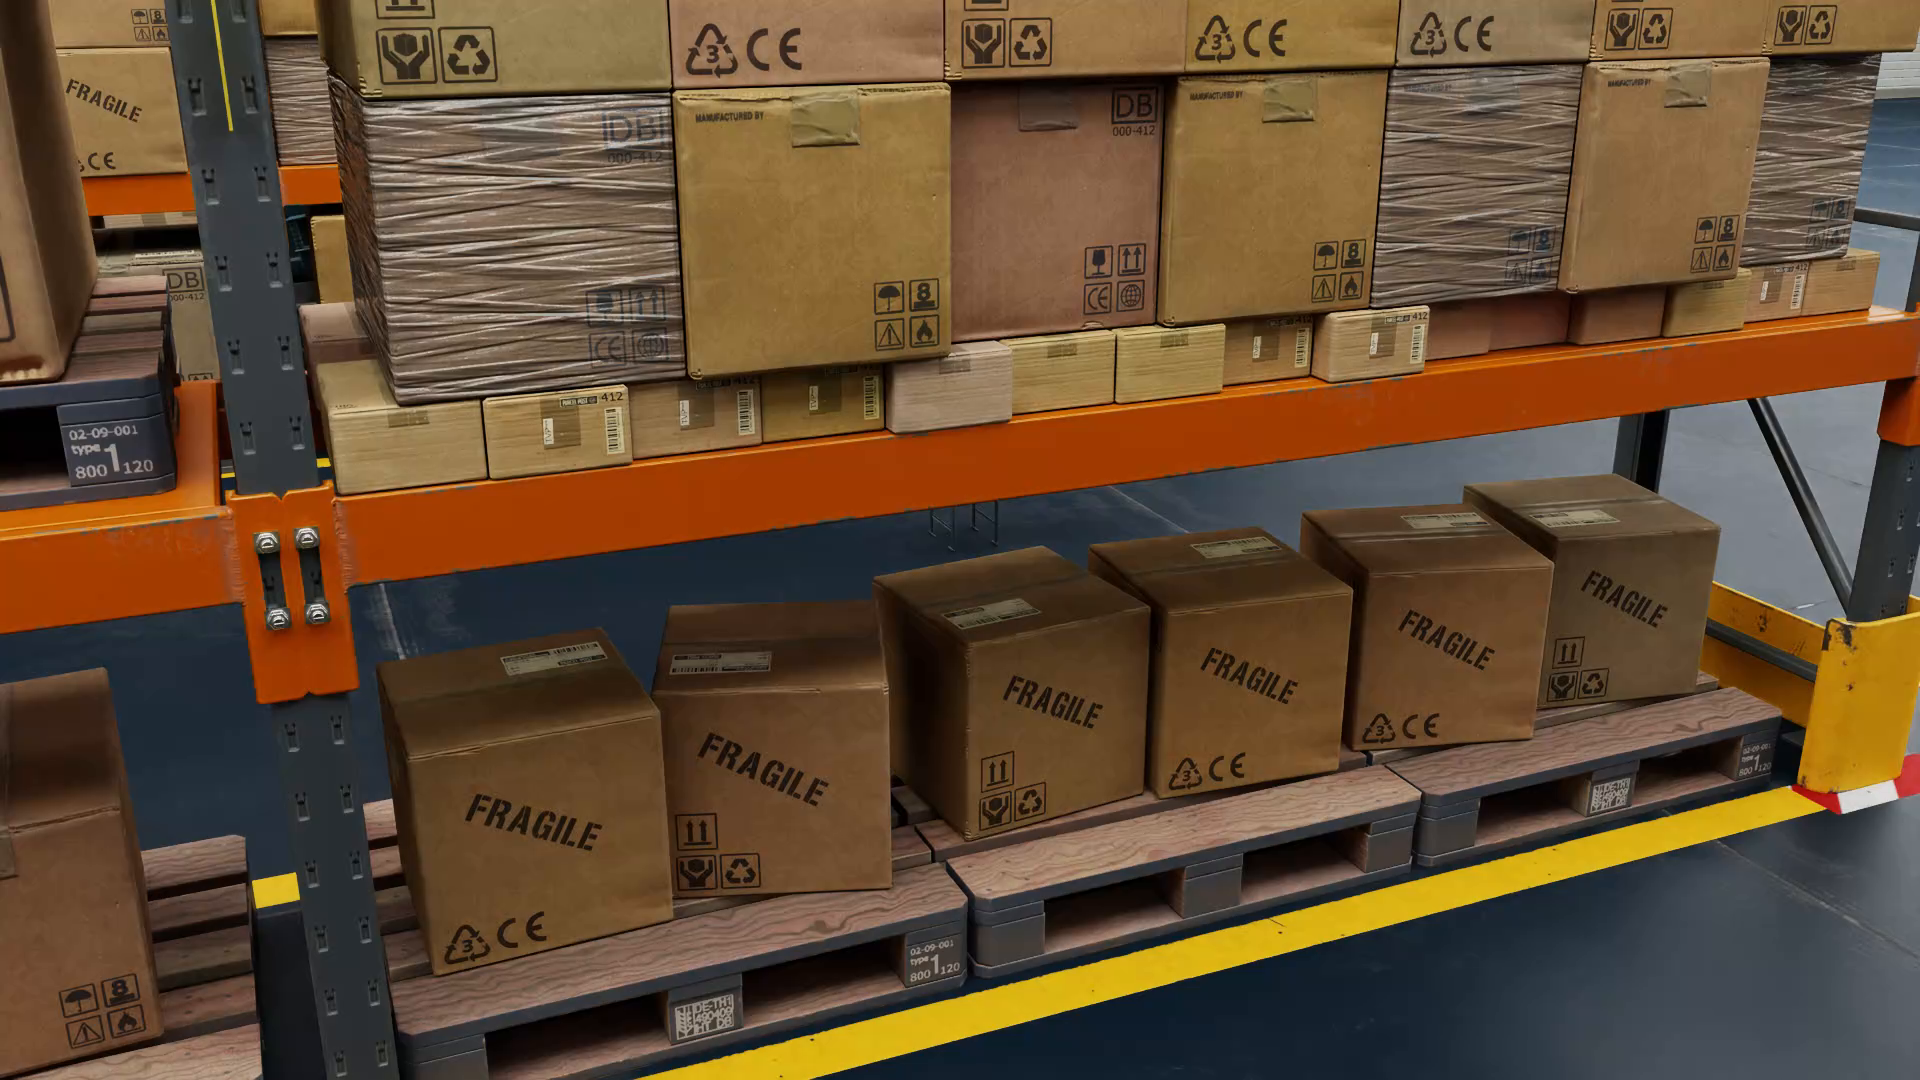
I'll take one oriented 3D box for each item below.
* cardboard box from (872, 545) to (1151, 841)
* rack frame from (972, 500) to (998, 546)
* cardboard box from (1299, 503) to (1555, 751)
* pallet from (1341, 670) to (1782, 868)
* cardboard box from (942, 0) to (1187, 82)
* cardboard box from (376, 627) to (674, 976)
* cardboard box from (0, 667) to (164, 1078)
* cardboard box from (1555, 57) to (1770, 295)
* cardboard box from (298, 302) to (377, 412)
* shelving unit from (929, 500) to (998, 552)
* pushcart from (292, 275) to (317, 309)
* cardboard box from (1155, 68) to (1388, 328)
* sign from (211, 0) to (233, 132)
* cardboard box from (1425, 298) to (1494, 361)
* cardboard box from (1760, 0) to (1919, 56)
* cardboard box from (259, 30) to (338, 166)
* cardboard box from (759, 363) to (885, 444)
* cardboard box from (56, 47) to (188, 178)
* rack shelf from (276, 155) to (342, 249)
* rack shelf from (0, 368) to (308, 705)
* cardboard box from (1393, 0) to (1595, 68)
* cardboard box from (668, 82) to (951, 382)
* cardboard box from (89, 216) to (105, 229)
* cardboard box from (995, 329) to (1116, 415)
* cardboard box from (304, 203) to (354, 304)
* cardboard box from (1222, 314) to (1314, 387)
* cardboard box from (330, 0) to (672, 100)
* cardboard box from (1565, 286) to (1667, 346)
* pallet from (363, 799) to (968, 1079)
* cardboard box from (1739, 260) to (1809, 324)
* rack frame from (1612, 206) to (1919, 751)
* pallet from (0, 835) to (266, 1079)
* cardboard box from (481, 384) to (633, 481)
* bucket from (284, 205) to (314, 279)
[{"bbox_3d":[0.118,0.359,4.116,0.500,0.500,0.500,-10,22,-27],"label":"cardboard box"},{"bbox_3d":[0.097,-0.580,6.362,0.006,1.200,0.240,-8,21,-22],"label":"rack frame"},{"bbox_3d":[1.231,0.223,4.504,0.500,0.500,0.500,-3,20,-8],"label":"cardboard box"},{"bbox_3d":[1.516,0.497,4.792,1.213,0.211,1.003,-8,21,-22],"label":"pallet"},{"bbox_3d":[0.105,-1.171,3.226,0.500,0.500,0.500,-8,21,-22],"label":"cardboard box"},{"bbox_3d":[-0.944,0.543,3.596,0.500,0.500,0.500,-9,21,-24],"label":"cardboard box"},{"bbox_3d":[-1.899,0.648,3.267,0.500,0.500,0.700,-10,22,-26],"label":"cardboard box"},{"bbox_3d":[1.418,-0.945,4.092,0.500,0.500,0.875,-8,21,-22],"label":"cardboard box"},{"bbox_3d":[-1.246,-0.397,3.512,0.250,0.149,0.380,-8,21,-22],"label":"cardboard box"},{"bbox_3d":[0.013,-0.568,6.328,0.189,1.200,0.258,-8,21,-22],"label":"shelving unit"},{"bbox_3d":[-4.303,-1.494,10.198,0.936,0.377,1.648,-17,26,-40],"label":"pushcart"},{"bbox_3d":[0.478,-0.830,3.766,0.500,0.500,0.875,-8,21,-22],"label":"cardboard box"},{"bbox_3d":[-1.104,-0.775,2.464,0.005,0.325,0.100,-8,21,-22],"label":"sign"},{"bbox_3d":[1.025,-0.536,3.905,0.250,0.149,0.380,-8,21,-22],"label":"cardboard box"},{"bbox_3d":[1.939,-1.435,3.979,0.500,0.500,0.500,-8,21,-22],"label":"cardboard box"},{"bbox_3d":[-2.865,-2.047,7.592,0.550,0.550,0.875,-8,21,-22],"label":"cardboard box"},{"bbox_3d":[-0.331,-0.322,3.298,0.250,0.149,0.380,-8,21,-22],"label":"cardboard box"},{"bbox_3d":[-3.572,-1.821,7.026,0.500,0.500,0.500,-8,21,-22],"label":"cardboard box"},{"bbox_3d":[-1.362,-1.848,8.336,4.000,0.370,1.077,-8,21,-22],"label":"rack shelf"},{"bbox_3d":[-3.163,0.205,2.508,4.000,0.370,1.077,-8,21,-22],"label":"rack shelf"},{"bbox_3d":[1.022,-1.303,3.602,0.500,0.500,0.500,-8,21,-22],"label":"cardboard box"},{"bbox_3d":[-0.416,-0.681,3.340,0.500,0.500,0.875,-8,21,-22],"label":"cardboard box"},{"bbox_3d":[-6.392,-2.213,11.616,0.625,0.372,0.950,-7,21,-19],"label":"cardboard box"},{"bbox_3d":[0.128,-0.388,3.485,0.250,0.149,0.380,-8,21,-22],"label":"cardboard box"},{"bbox_3d":[-2.594,-1.181,7.927,0.875,0.875,0.875,-8,21,-21],"label":"cardboard box"},{"bbox_3d":[0.573,-0.464,3.702,0.250,0.149,0.380,-8,21,-22],"label":"cardboard box"},{"bbox_3d":[-0.813,-1.039,2.852,0.500,0.500,0.500,-8,21,-22],"label":"cardboard box"},{"bbox_3d":[1.491,-0.596,4.076,0.250,0.149,0.380,-8,21,-22],"label":"cardboard box"},{"bbox_3d":[-0.724,0.818,3.880,1.213,0.211,1.003,-8,21,-22],"label":"pallet"},{"bbox_3d":[1.936,-0.672,4.294,0.250,0.149,0.380,-8,21,-22],"label":"cardboard box"},{"bbox_3d":[2.346,-0.924,4.630,0.127,3.000,1.000,-8,21,-22],"label":"rack frame"},{"bbox_3d":[-2.041,1.020,3.307,1.213,0.211,1.003,-8,21,-22],"label":"pallet"},{"bbox_3d":[-0.776,-0.245,3.079,0.250,0.149,0.380,-8,21,-22],"label":"cardboard box"},{"bbox_3d":[-3.987,-1.818,9.808,0.620,0.611,0.726,-11,20,0],"label":"bucket"}]
